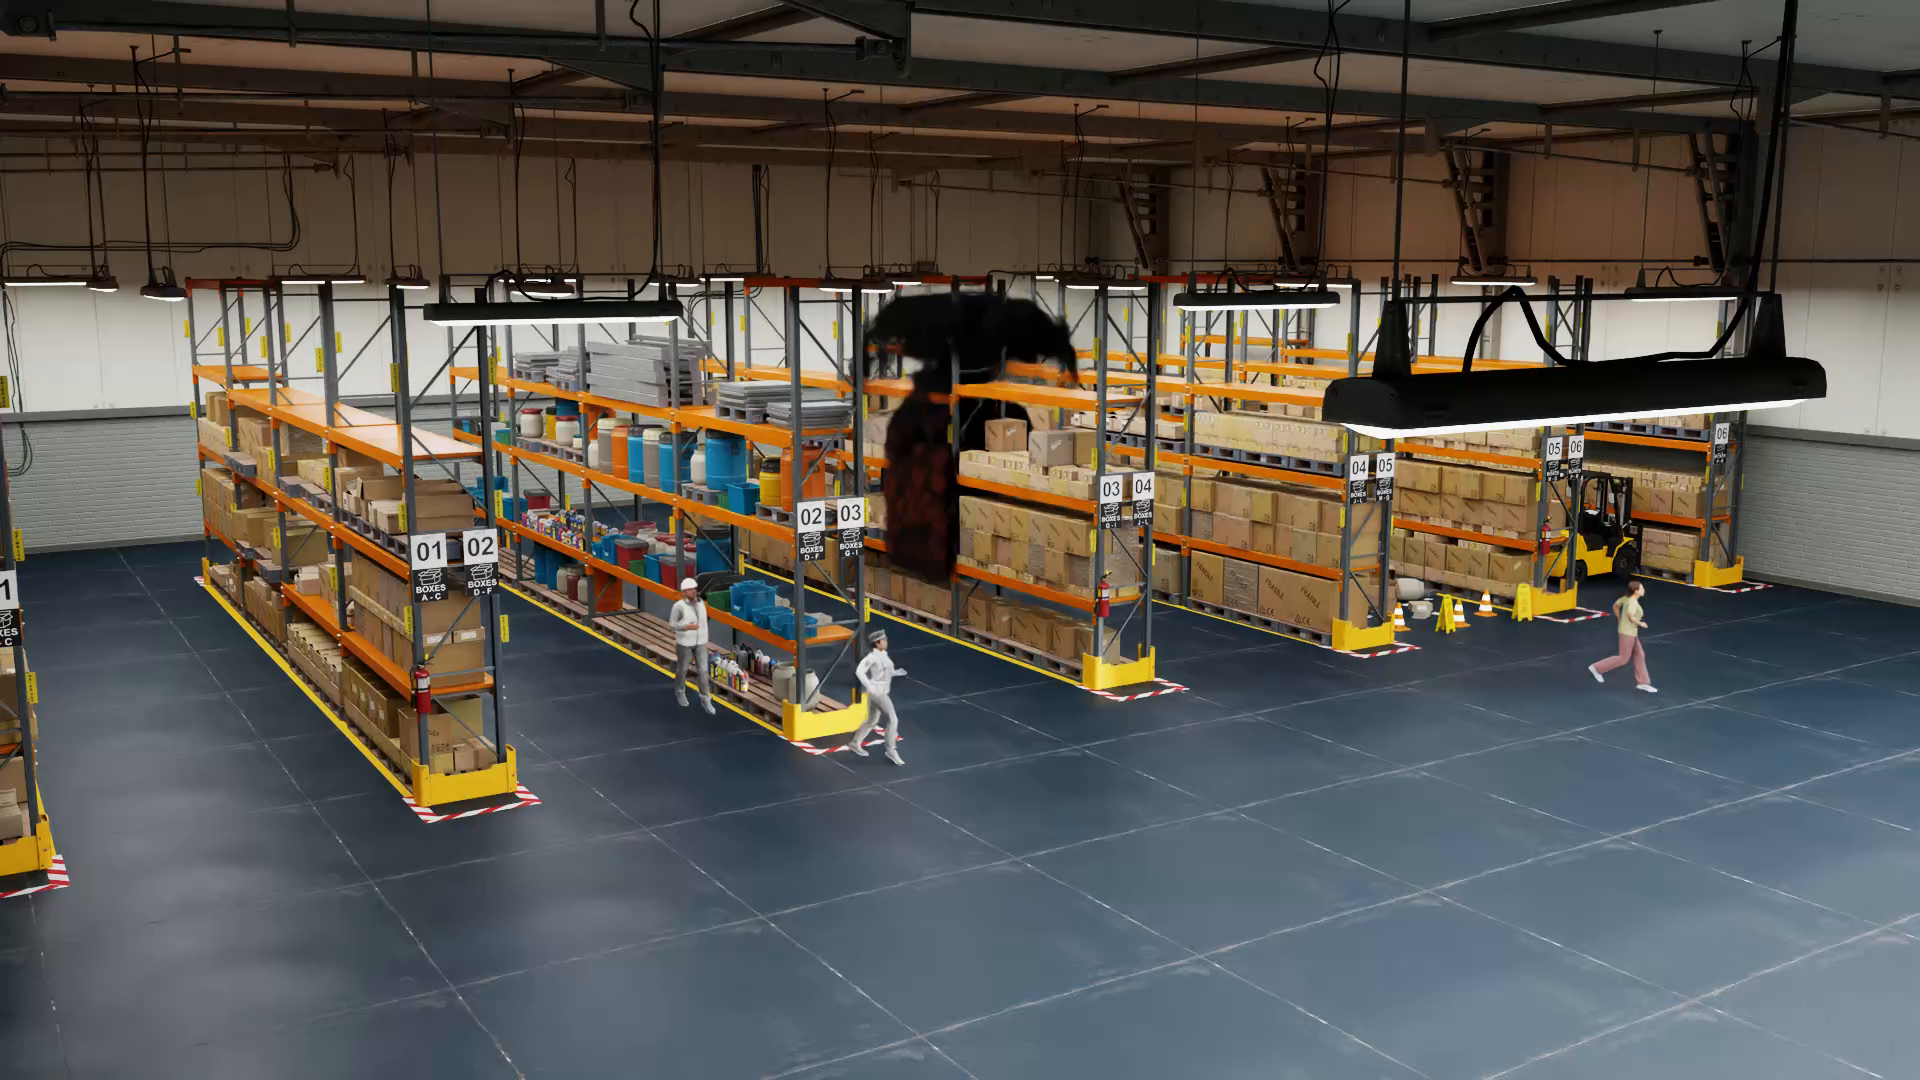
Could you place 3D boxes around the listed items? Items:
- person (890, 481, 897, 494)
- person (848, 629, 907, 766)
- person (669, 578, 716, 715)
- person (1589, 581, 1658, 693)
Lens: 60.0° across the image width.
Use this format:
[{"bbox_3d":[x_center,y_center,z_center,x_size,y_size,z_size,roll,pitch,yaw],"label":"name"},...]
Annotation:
[{"bbox_3d":[-1.676,-1.545,42.004,0.529,1.731,0.757,1,10,9],"label":"person"},{"bbox_3d":[-1.047,1.989,21.109,0.758,1.750,0.597,1,10,5],"label":"person"},{"bbox_3d":[-3.631,1.408,22.439,0.651,1.818,0.824,-6,11,-32],"label":"person"},{"bbox_3d":[9.859,1.415,24.620,0.986,1.663,0.600,2,10,11],"label":"person"}]
